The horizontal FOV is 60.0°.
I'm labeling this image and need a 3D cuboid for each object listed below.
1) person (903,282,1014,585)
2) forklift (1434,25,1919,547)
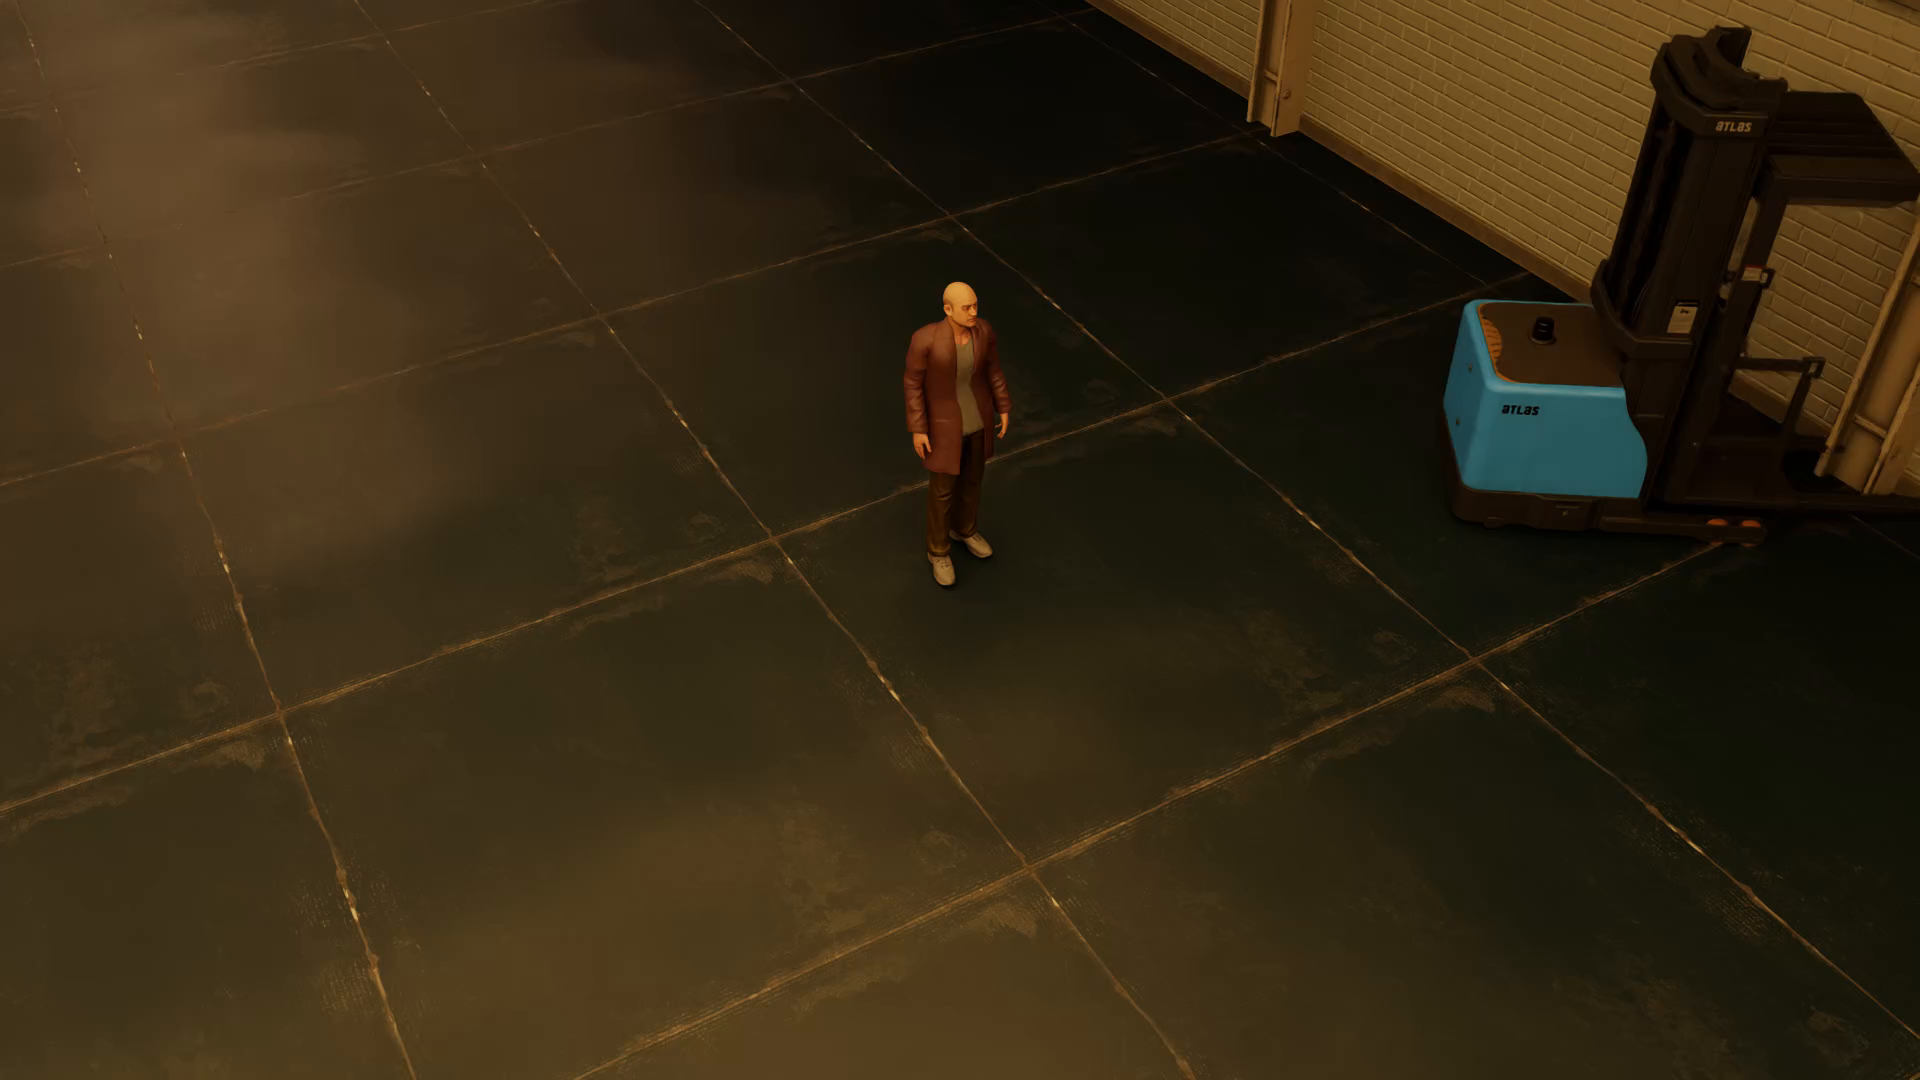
[{"bbox_3d":[0.041,-0.638,9.698,0.696,1.775,0.582,-20,44,-23],"label":"person"},{"bbox_3d":[4.634,-1.443,9.776,3.031,2.935,1.130,3,40,4],"label":"forklift"}]
